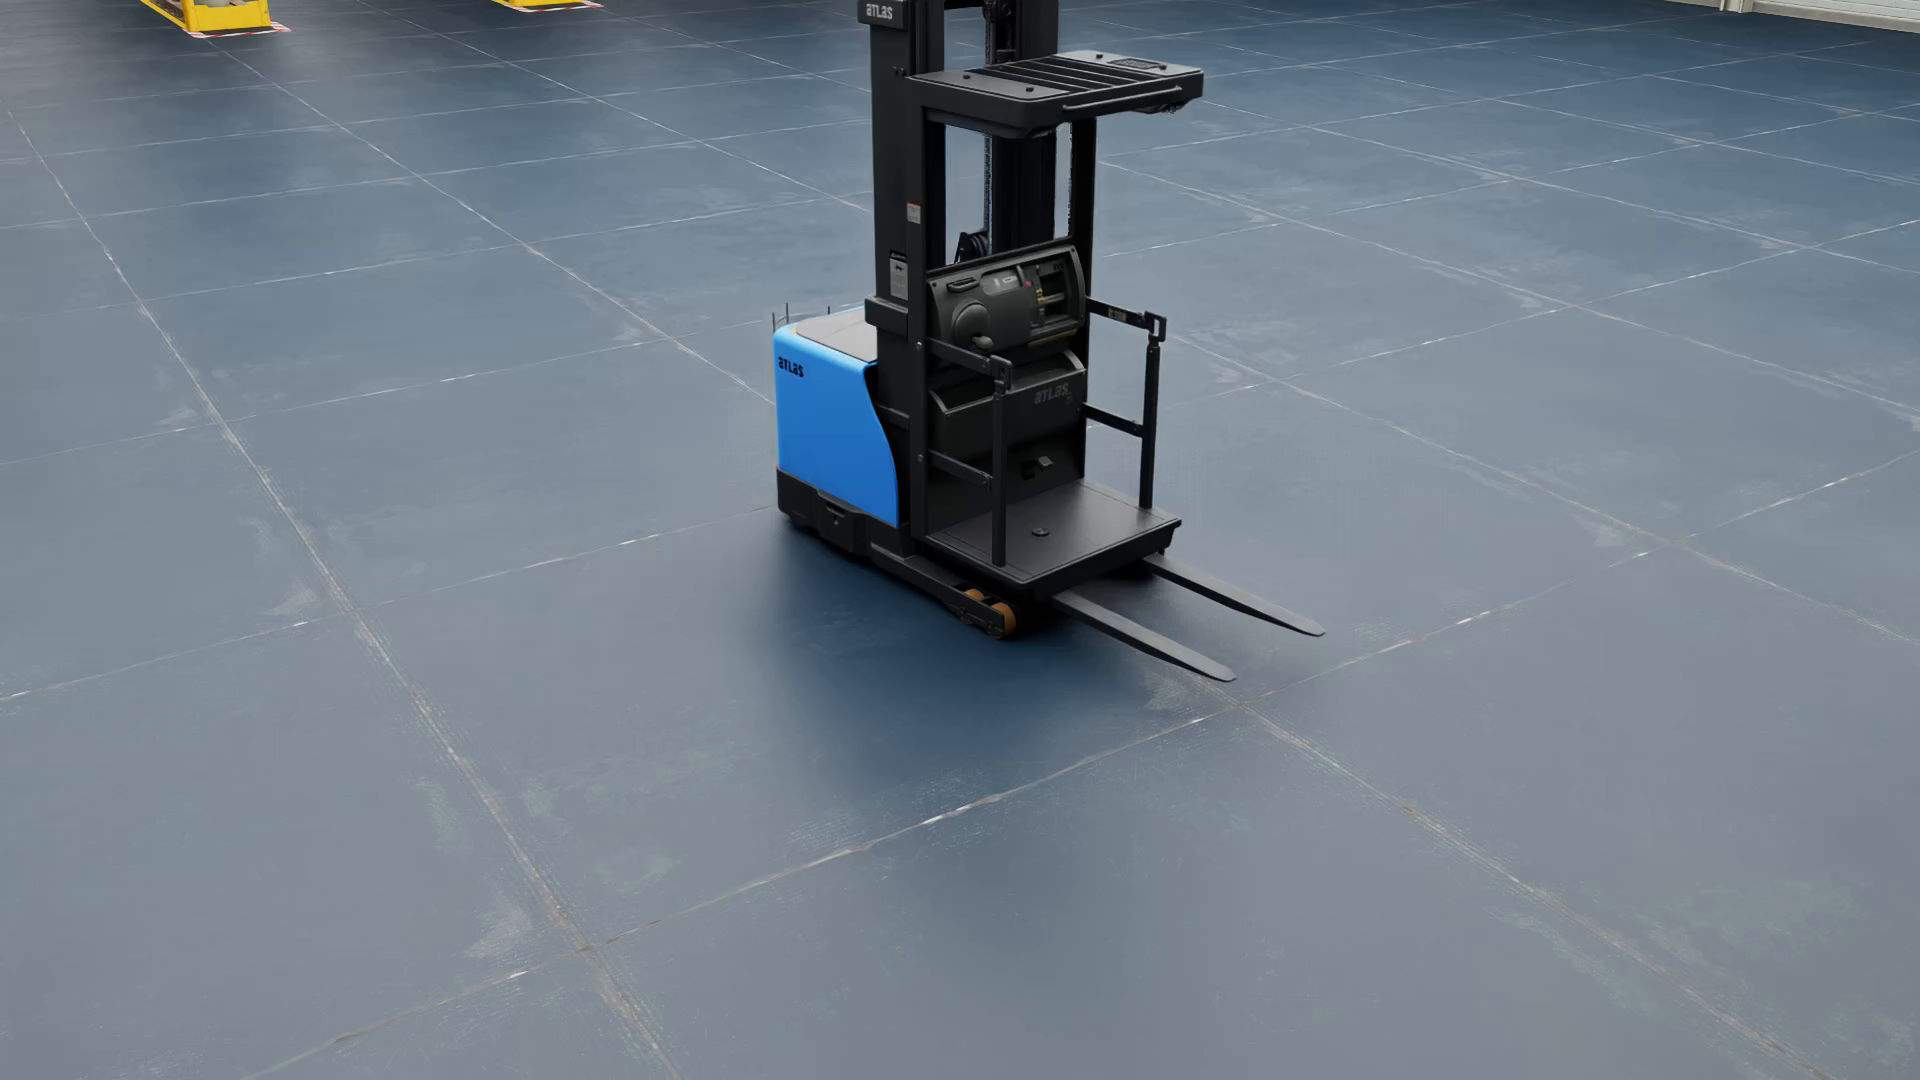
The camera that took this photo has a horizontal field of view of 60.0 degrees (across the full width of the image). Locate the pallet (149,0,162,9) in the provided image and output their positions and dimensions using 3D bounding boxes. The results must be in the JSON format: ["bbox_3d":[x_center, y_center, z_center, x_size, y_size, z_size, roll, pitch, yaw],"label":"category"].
[{"bbox_3d":[-12.855,-9.033,27.637,1.003,0.211,1.213,-16,29,-30],"label":"pallet"}]

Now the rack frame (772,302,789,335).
[{"bbox_3d":[-0.962,-0.776,9.164,0.008,1.050,0.200,7,26,16],"label":"rack frame"}]

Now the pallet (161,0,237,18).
[{"bbox_3d":[-12.185,-8.596,26.712,1.003,0.211,1.213,-16,29,-30],"label":"pallet"}]

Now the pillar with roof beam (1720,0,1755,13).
[{"bbox_3d":[8.925,-11.612,22.806,9.100,9.000,0.400,-16,29,-30],"label":"pillar with roof beam"}]

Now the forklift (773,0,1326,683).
[{"bbox_3d":[0.373,-1.108,7.664,1.130,2.935,3.031,-21,32,-37],"label":"forklift"}]

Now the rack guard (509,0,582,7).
[{"bbox_3d":[-6.895,-9.164,27.577,1.175,0.500,0.348,-16,29,-30],"label":"rack guard"}]

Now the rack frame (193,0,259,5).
[{"bbox_3d":[-11.003,-9.113,24.541,1.000,3.000,0.127,-16,29,-30],"label":"rack frame"}]

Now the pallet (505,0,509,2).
[{"bbox_3d":[-7.309,-9.332,28.272,1.003,0.211,1.213,-16,29,-30],"label":"pallet"}]

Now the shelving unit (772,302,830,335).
[{"bbox_3d":[-0.846,-0.762,9.131,0.252,1.050,0.215,7,26,16],"label":"shelving unit"}]

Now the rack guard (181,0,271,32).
[{"bbox_3d":[-11.084,-7.999,25.109,1.175,0.500,0.348,-16,29,-30],"label":"rack guard"}]

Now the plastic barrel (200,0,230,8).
[{"bbox_3d":[-11.427,-8.396,25.443,0.421,0.512,0.421,0,25,0],"label":"plastic barrel"}]

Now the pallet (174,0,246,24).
[{"bbox_3d":[-11.523,-8.160,25.788,1.003,0.211,1.213,-16,29,-30],"label":"pallet"}]

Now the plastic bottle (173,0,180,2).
[{"bbox_3d":[-12.373,-8.601,26.219,0.097,0.201,0.097,0,25,0],"label":"plastic bottle"}]

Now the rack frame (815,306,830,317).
[{"bbox_3d":[-0.729,-0.747,9.097,0.008,1.050,0.200,7,26,16],"label":"rack frame"}]
